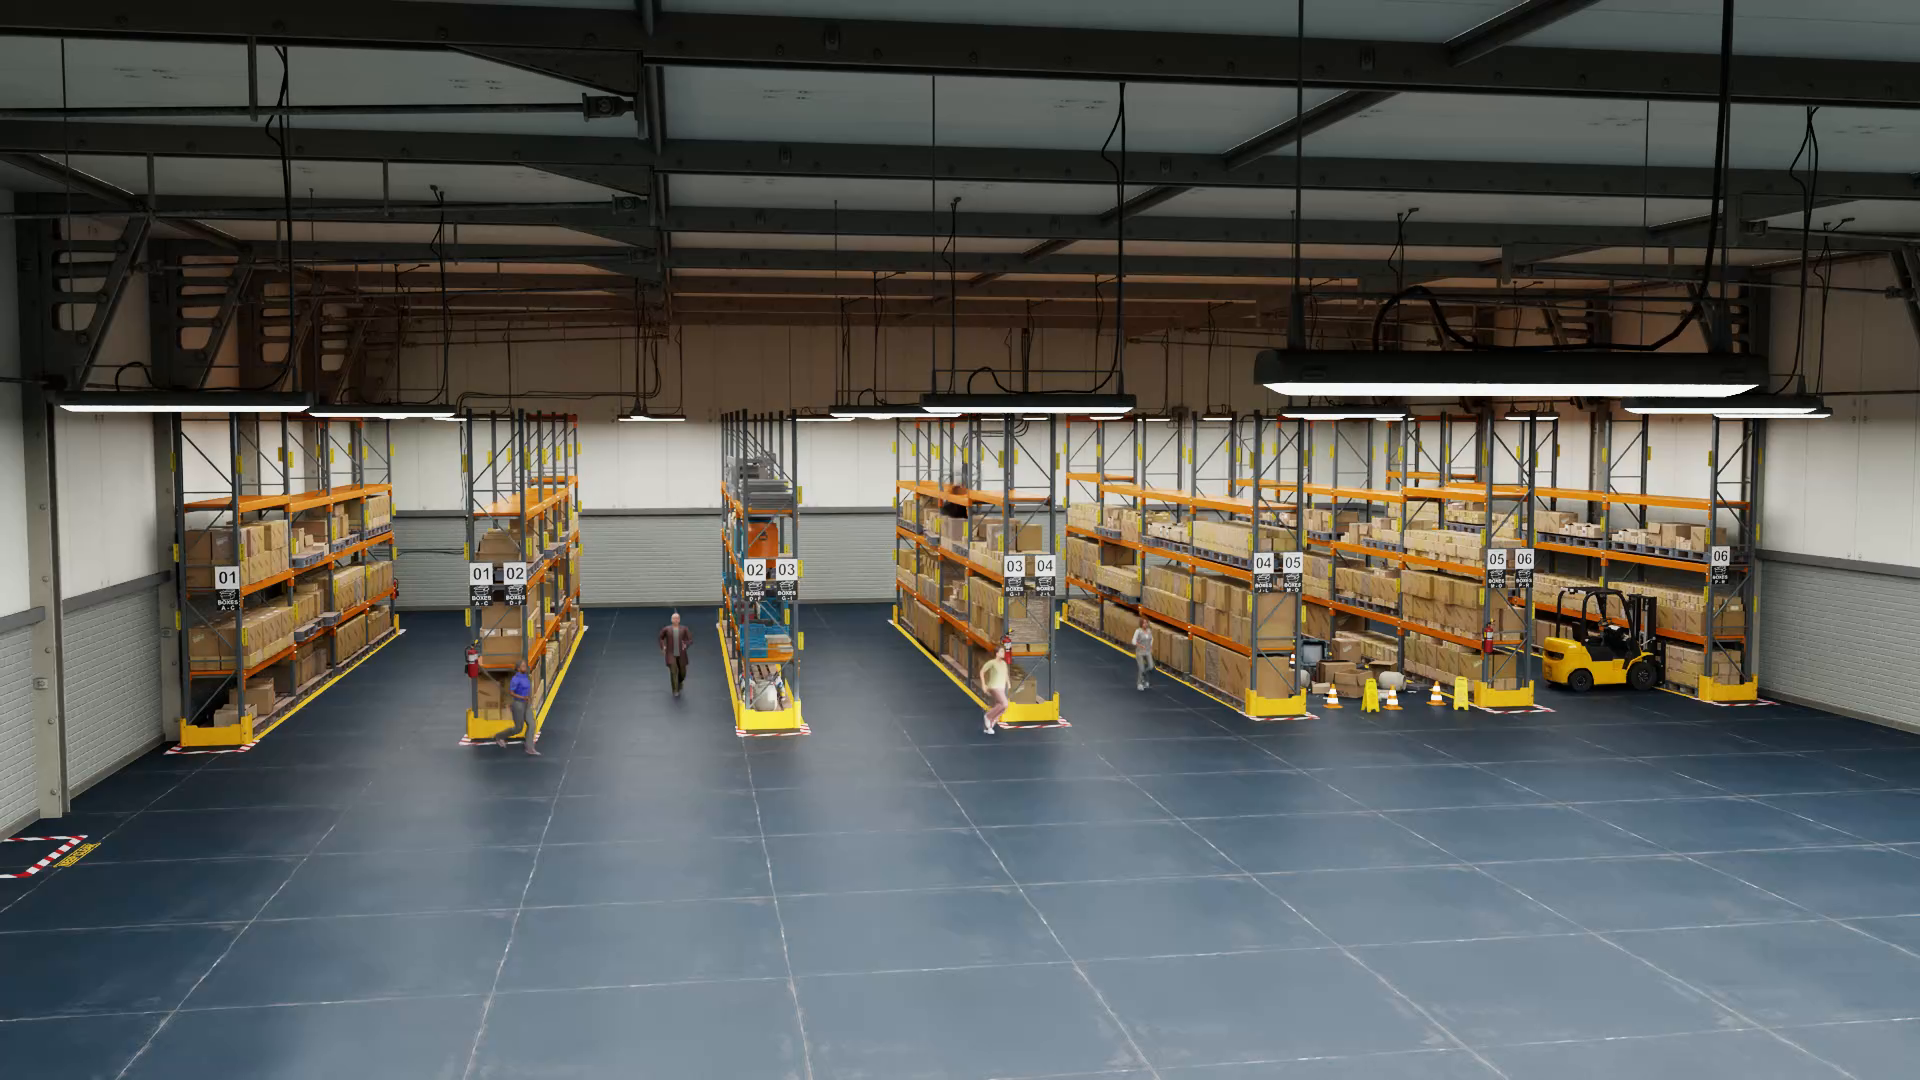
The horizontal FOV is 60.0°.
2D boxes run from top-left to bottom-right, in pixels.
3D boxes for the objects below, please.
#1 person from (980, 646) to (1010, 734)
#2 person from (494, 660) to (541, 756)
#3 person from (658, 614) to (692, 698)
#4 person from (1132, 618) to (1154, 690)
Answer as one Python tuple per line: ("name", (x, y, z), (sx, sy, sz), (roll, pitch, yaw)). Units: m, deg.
("person", (0.740, 2.769, 30.791), (0.546, 1.599, 0.605), (4, 5, 43))
("person", (-7.641, 2.908, 28.821), (0.845, 1.662, 0.585), (1, 4, 14))
("person", (-5.986, 2.413, 35.001), (0.716, 1.736, 0.833), (-1, 4, -14))
("person", (3.939, 2.447, 35.590), (0.541, 1.568, 0.604), (-1, 4, -17))
